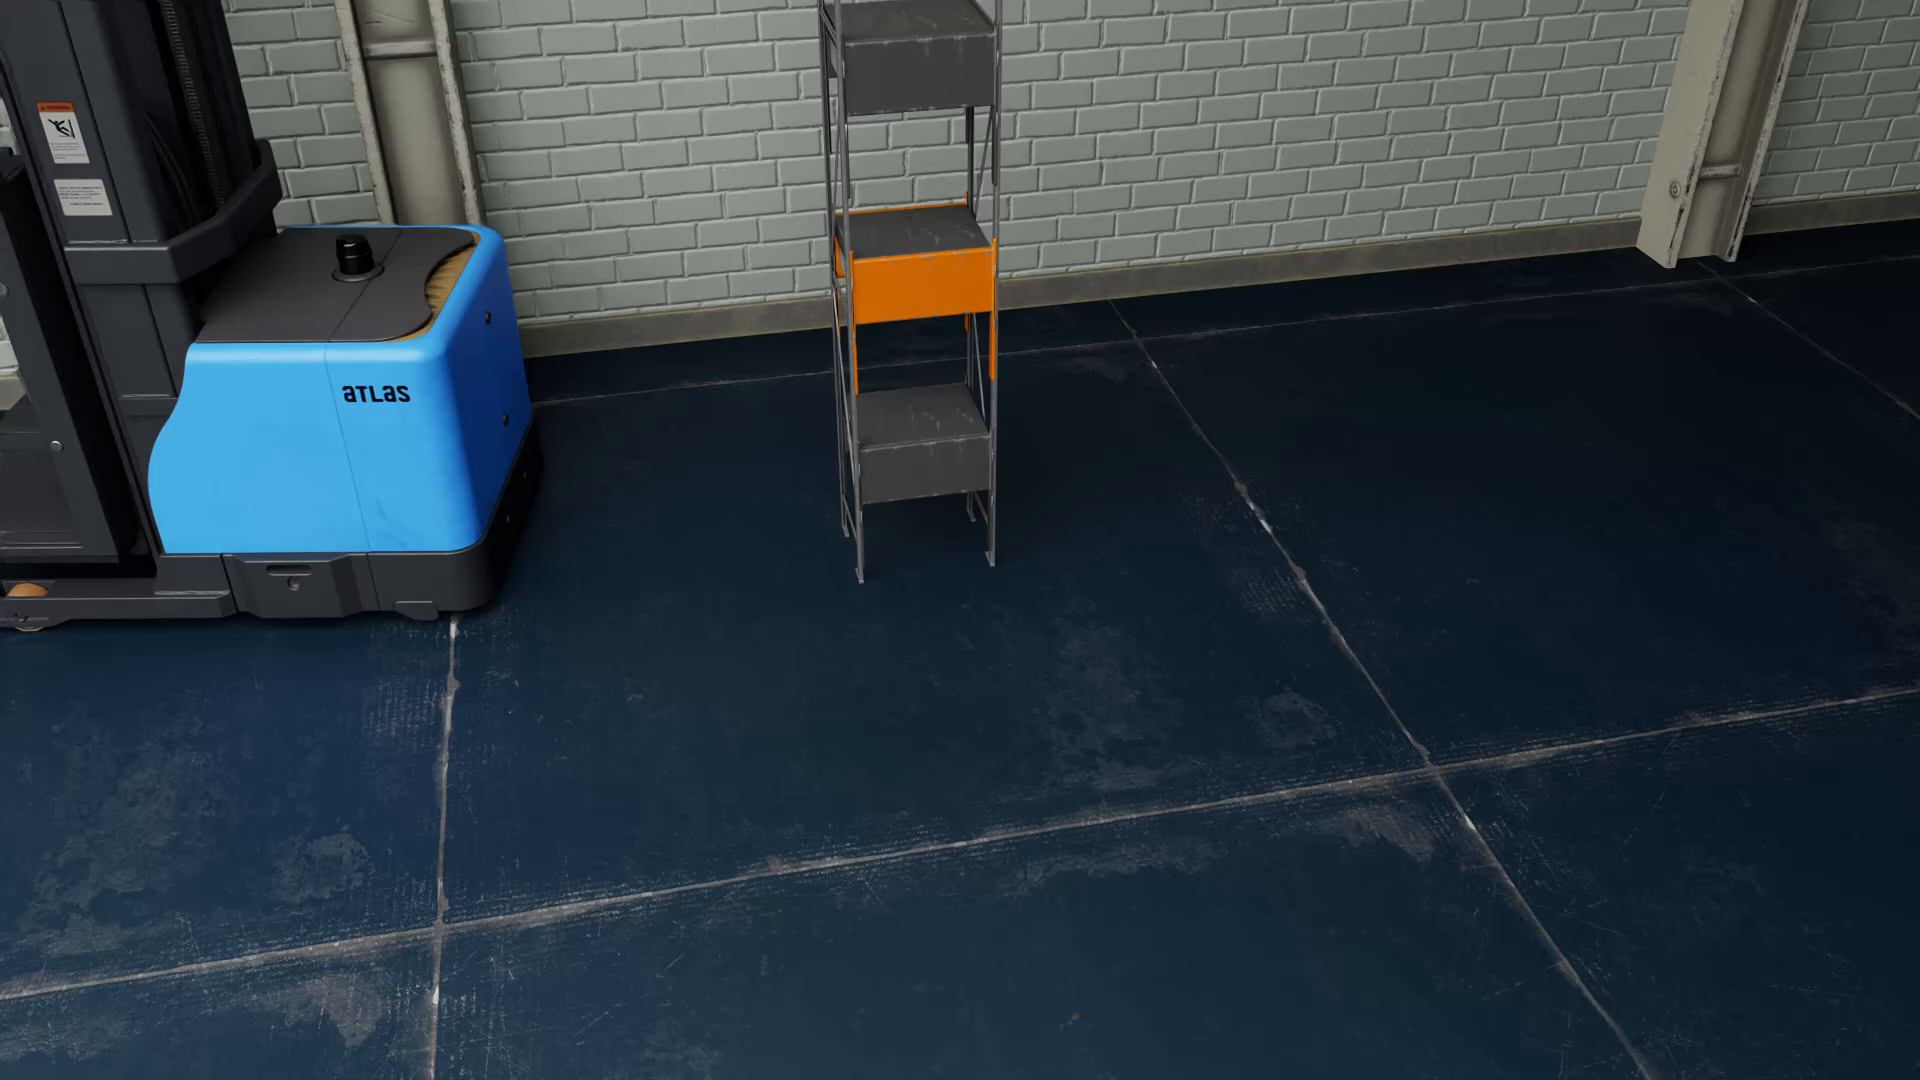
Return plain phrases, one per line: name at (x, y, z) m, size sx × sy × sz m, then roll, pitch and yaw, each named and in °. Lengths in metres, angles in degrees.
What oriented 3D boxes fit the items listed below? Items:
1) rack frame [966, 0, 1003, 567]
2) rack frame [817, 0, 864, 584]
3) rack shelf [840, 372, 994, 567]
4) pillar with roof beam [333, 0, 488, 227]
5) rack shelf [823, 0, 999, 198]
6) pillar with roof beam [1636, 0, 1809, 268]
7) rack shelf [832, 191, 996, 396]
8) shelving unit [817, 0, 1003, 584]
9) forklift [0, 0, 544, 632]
rack frame at (0.077, -0.882, 5.679) m, size 0.015 × 2.100 × 0.400 m, roll -7°, pitch 35°, yaw -11°
rack frame at (-0.399, -0.822, 5.590) m, size 0.015 × 2.100 × 0.400 m, roll -7°, pitch 35°, yaw -11°
rack shelf at (-0.161, -0.259, 6.032) m, size 0.480 × 0.518 × 0.431 m, roll -7°, pitch 35°, yaw -11°
pillar with roof beam at (-1.236, -2.117, 1.329) m, size 0.400 × 9.000 × 9.100 m, roll -7°, pitch 35°, yaw -11°
rack shelf at (-0.161, -1.421, 5.252) m, size 0.480 × 0.518 × 0.431 m, roll -7°, pitch 35°, yaw -11°
pillar with roof beam at (4.617, -2.855, 2.428) m, size 0.400 × 9.000 × 9.100 m, roll -7°, pitch 35°, yaw -11°
rack shelf at (-0.161, -0.840, 5.642) m, size 0.480 × 0.518 × 0.431 m, roll -7°, pitch 35°, yaw -11°
shelving unit at (-0.161, -0.852, 5.635) m, size 0.503 × 2.100 × 0.431 m, roll -7°, pitch 35°, yaw -11°
forklift at (-3.147, -1.195, 5.401) m, size 3.031 × 2.935 × 1.130 m, roll 0°, pitch 34°, yaw -1°
